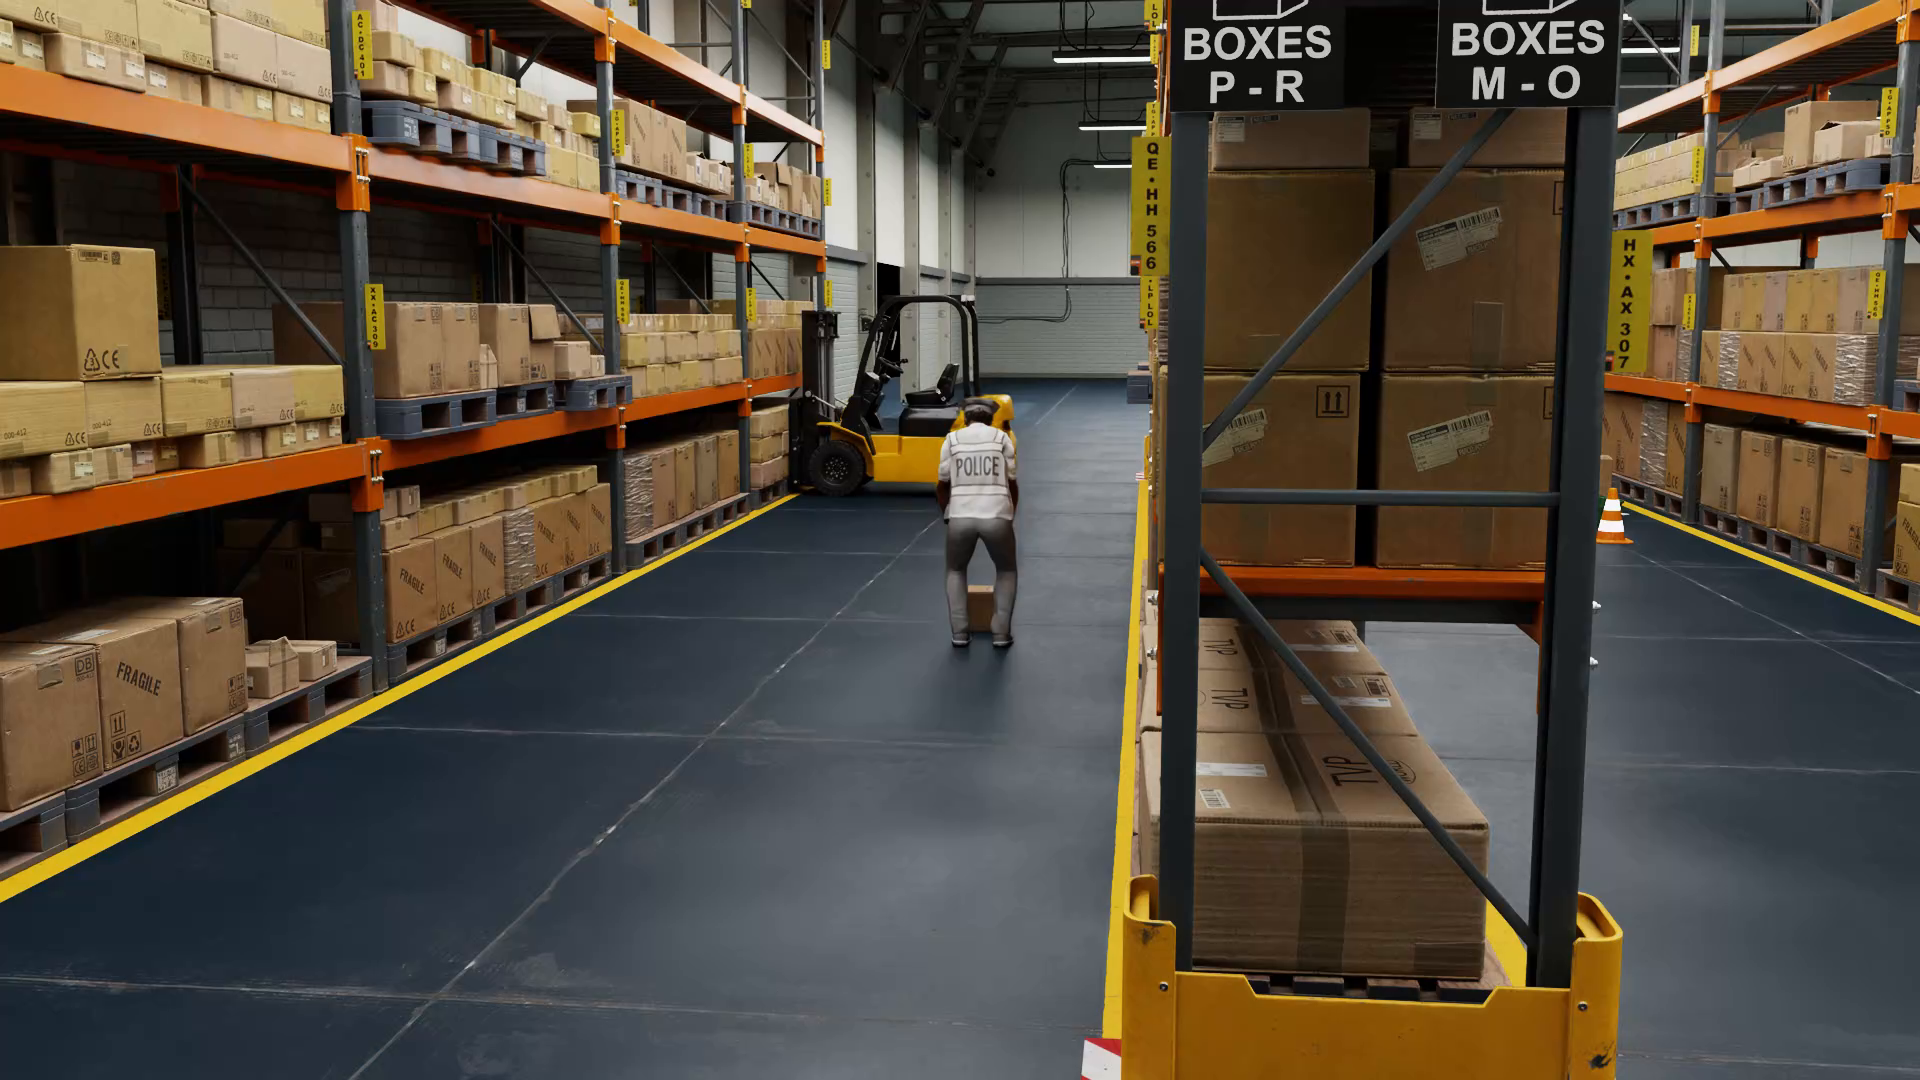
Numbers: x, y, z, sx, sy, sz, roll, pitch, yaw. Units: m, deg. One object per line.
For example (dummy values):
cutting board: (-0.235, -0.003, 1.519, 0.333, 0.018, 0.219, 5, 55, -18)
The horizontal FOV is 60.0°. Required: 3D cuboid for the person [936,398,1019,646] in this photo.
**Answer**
person: (0.098, -0.107, 9.879, 0.492, 1.464, 0.650, 1, 8, 7)
